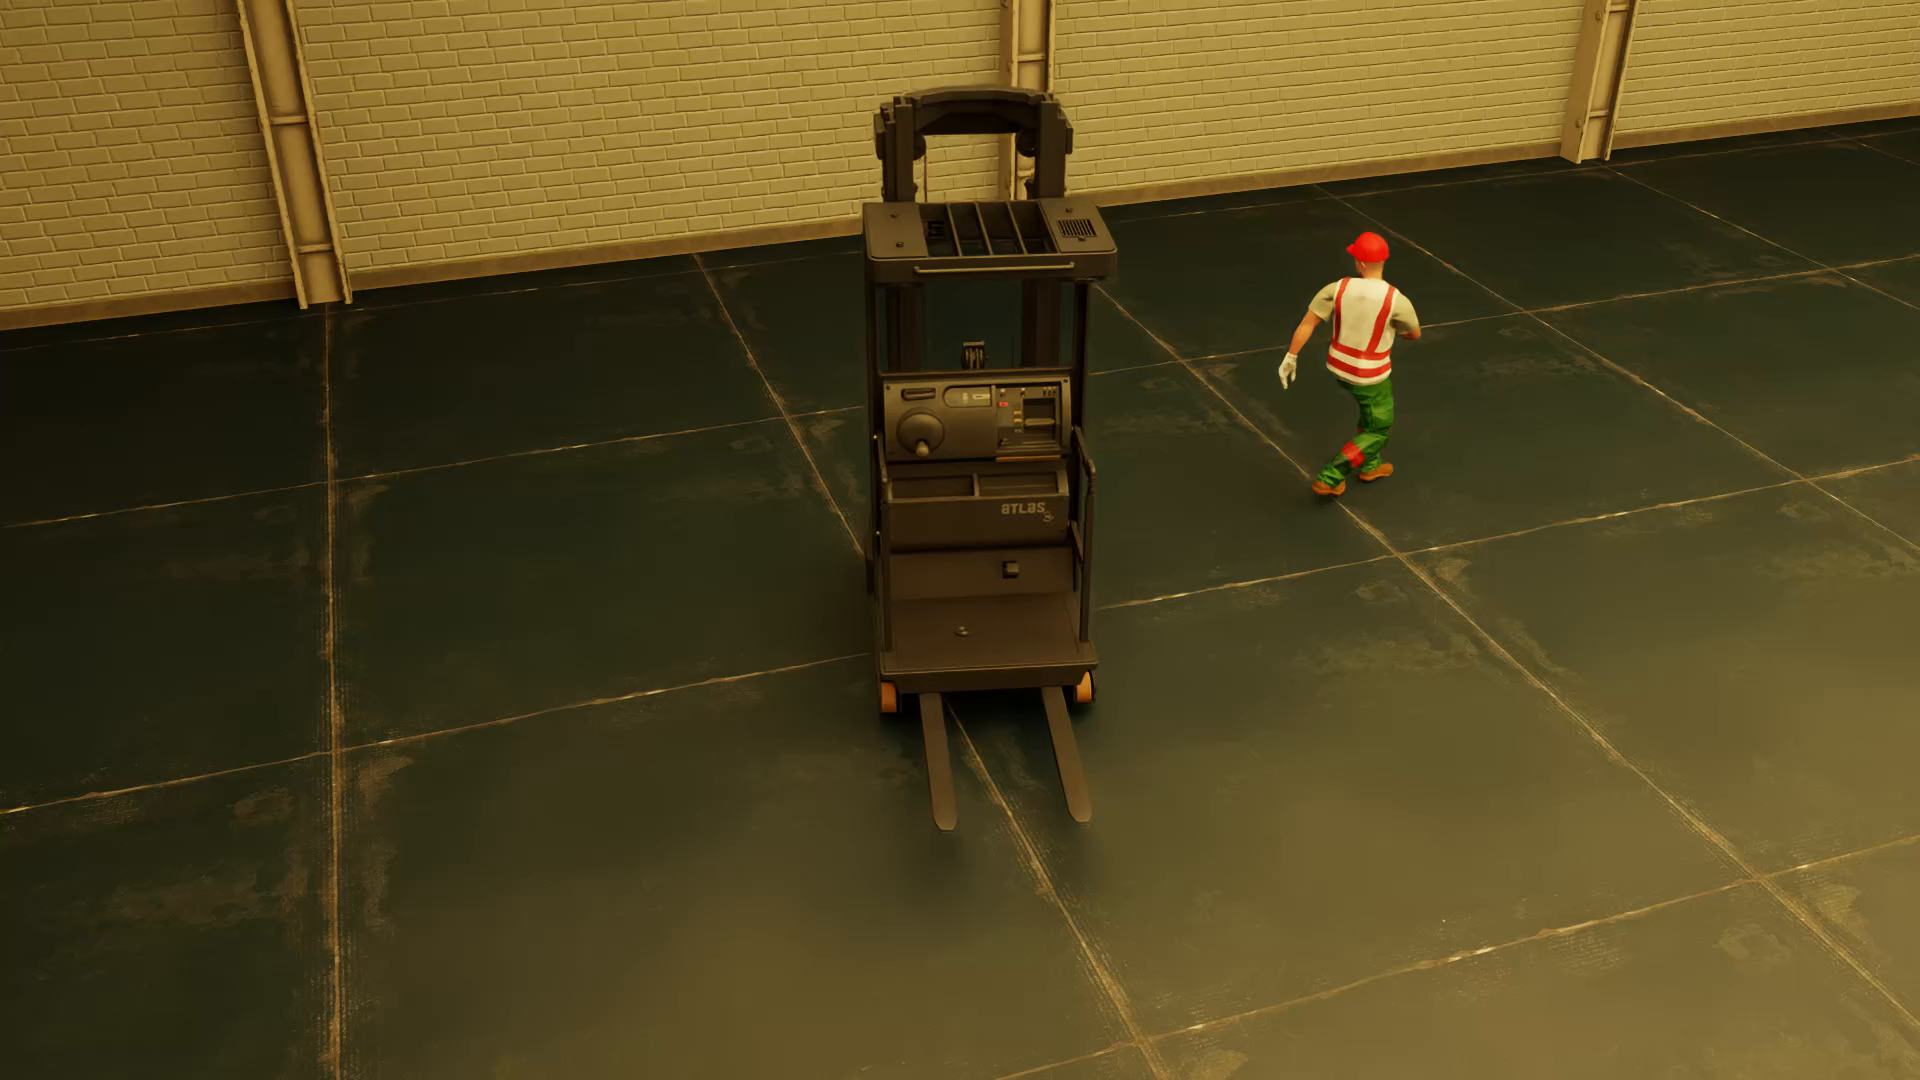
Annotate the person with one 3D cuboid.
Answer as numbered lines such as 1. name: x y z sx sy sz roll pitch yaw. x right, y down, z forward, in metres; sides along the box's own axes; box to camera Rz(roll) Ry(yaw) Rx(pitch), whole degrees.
1. person: 2.452 -1.064 10.203 0.894 1.697 0.583 -21 36 -32

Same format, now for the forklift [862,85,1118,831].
1. forklift: 0.108 -0.561 8.062 1.130 2.935 3.031 -3 30 -4
